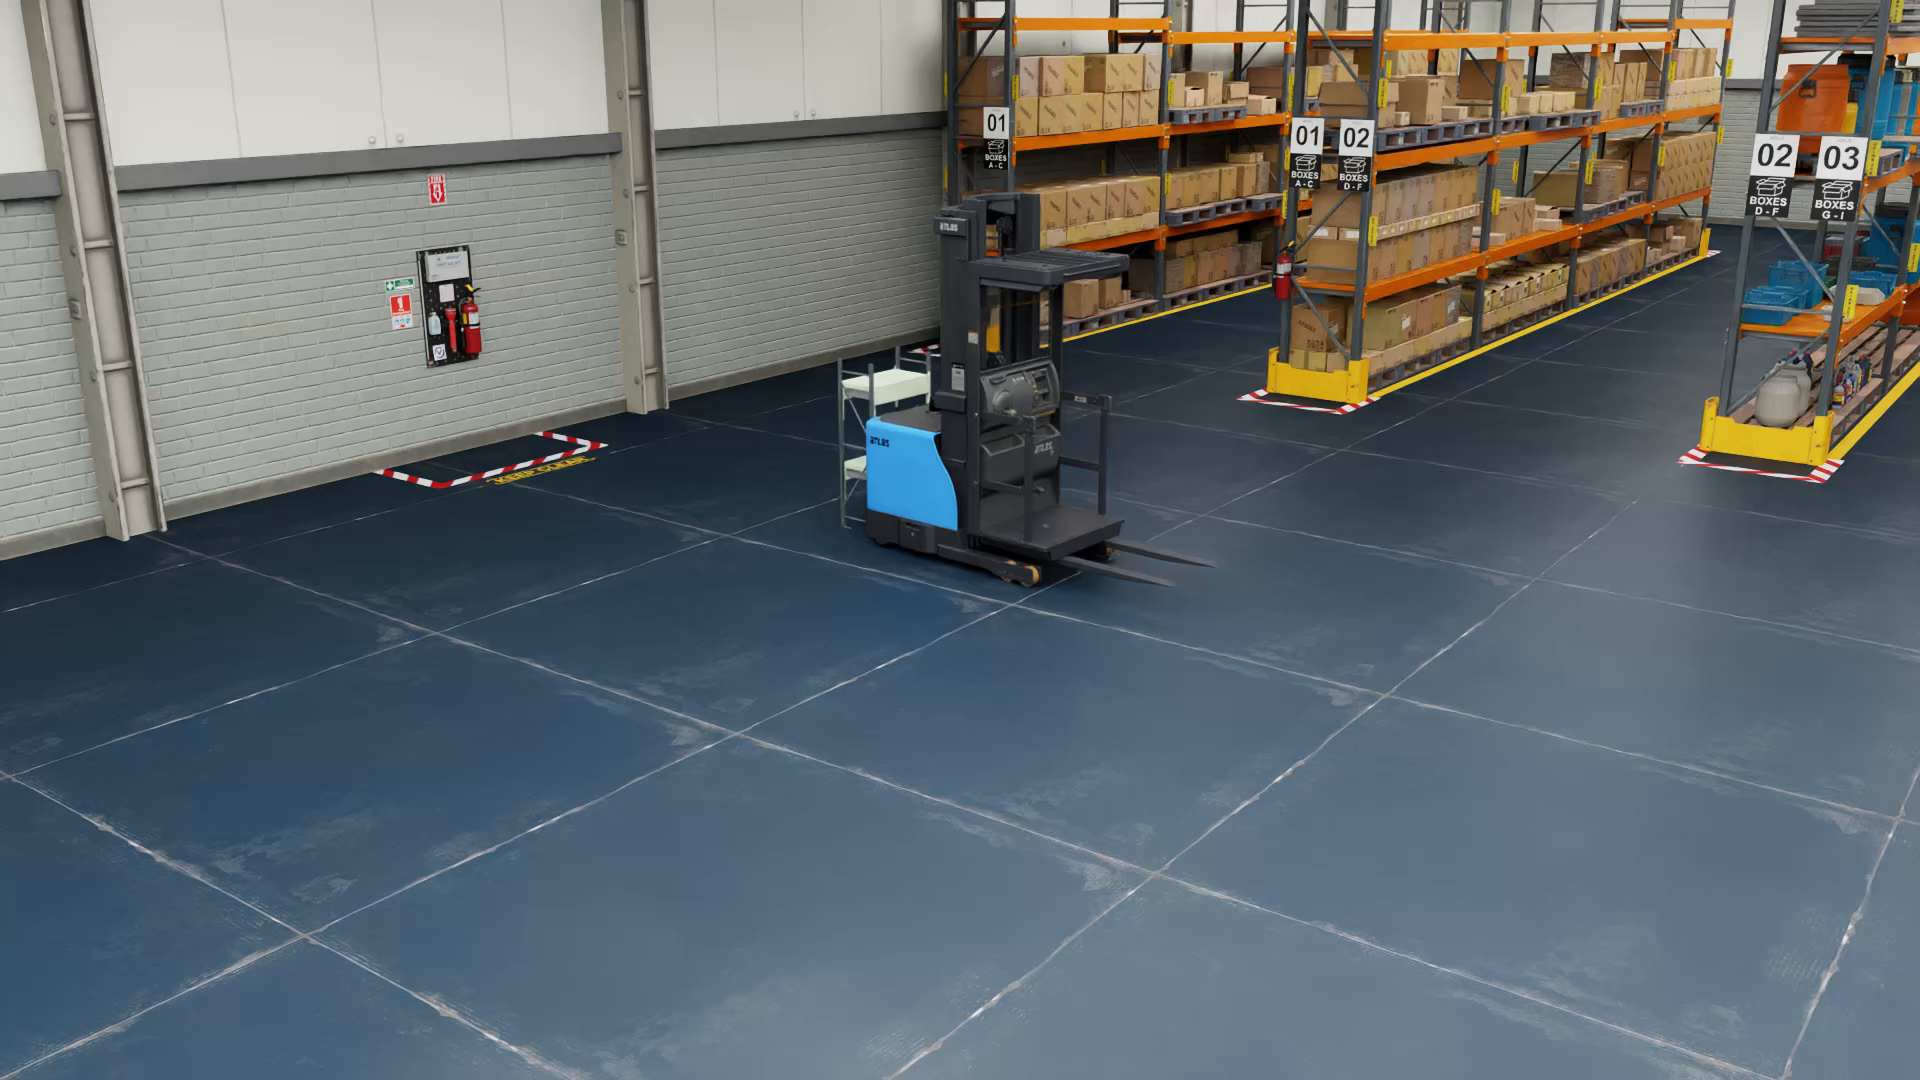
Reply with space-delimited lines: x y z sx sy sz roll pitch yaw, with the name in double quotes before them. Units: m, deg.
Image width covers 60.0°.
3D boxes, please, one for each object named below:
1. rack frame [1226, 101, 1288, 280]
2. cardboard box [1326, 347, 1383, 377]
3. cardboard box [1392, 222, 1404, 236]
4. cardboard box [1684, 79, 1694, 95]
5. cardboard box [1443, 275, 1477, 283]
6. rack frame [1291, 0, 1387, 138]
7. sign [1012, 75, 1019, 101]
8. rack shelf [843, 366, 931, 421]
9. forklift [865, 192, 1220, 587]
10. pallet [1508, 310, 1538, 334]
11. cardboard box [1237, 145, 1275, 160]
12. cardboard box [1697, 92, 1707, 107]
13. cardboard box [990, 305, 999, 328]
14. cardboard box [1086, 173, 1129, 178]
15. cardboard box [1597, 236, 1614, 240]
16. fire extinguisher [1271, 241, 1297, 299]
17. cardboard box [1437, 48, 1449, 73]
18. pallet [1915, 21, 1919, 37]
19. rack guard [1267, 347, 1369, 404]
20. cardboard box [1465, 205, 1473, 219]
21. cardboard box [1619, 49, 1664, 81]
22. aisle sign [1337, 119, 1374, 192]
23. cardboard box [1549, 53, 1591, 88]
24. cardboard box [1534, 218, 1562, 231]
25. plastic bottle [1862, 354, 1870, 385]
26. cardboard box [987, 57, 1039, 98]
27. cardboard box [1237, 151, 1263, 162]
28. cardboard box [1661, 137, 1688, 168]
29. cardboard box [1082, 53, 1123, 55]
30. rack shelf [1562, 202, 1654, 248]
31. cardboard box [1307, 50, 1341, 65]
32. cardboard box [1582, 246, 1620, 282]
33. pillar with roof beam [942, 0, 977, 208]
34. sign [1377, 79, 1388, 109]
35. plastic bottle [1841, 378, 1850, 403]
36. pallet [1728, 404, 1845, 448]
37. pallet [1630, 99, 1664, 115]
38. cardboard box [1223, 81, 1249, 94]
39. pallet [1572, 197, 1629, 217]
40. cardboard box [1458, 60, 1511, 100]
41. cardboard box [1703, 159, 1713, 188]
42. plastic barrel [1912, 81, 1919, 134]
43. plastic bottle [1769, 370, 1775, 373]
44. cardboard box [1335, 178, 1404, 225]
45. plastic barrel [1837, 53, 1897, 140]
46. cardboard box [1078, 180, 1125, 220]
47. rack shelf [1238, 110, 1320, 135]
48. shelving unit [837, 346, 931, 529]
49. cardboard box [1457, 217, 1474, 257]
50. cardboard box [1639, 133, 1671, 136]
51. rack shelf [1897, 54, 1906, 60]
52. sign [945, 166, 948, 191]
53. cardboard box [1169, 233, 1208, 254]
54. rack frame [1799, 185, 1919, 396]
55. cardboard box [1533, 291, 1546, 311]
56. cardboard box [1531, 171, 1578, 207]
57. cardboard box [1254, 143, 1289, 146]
"rack frame" 5.037 -5.941 28.318 1.000 3.000 0.127 12 21 35
"cardboard box" 4.749 -2.137 19.996 0.500 0.250 0.500 12 21 35
"cardboard box" 5.115 -3.757 20.020 0.380 0.149 0.250 12 21 34
"cardboard box" 12.494 -7.928 29.066 0.500 0.250 0.500 12 21 35
"cardboard box" 7.250 -3.660 23.954 0.500 0.311 0.500 12 21 35
"rack frame" 4.251 -6.026 18.476 1.000 3.000 0.127 12 21 35
"sign" 0.706 -5.790 21.299 0.100 0.325 0.005 12 21 35
"rack shelf" -0.649 -1.251 14.428 0.431 0.370 0.720 14 22 38
"forklift" 0.647 -1.207 13.190 3.031 2.935 1.130 14 22 38
"pallet" 7.769 -3.257 24.375 1.003 0.211 1.213 12 21 35
"cardboard box" 5.099 -6.653 28.640 0.500 0.250 0.500 13 22 36
"cardboard box" 13.096 -7.926 29.903 0.500 0.250 0.500 12 21 35
"cardboard box" 0.755 -3.111 22.995 0.500 0.311 0.500 10 20 29
"cardboard box" 2.206 -5.210 24.916 0.500 0.500 0.500 12 21 33
"cardboard box" 10.917 -4.964 28.643 0.500 0.500 0.500 11 21 32
"fire extinguisher" 3.808 -3.178 19.551 0.296 0.674 0.183 12 21 35
"cardboard box" 9.280 -9.474 32.749 0.500 0.500 0.500 13 22 36
"pallet" 9.415 -5.329 17.222 1.003 0.211 1.213 12 21 35
"rack guard" 4.237 -1.962 19.718 1.175 0.500 0.348 12 21 35
"cardboard box" 6.496 -4.310 21.804 0.380 0.149 0.250 12 21 34
"cardboard box" 11.660 -8.100 28.357 0.700 0.500 0.500 12 21 35
"aisle sign" 4.458 -4.333 18.756 0.394 0.787 0.004 12 21 35
"cardboard box" 9.283 -7.127 25.225 0.500 0.500 0.500 12 21 35
"cardboard box" 8.704 -4.684 24.692 0.380 0.149 0.250 12 21 35
"plastic bottle" 10.458 -1.979 19.282 0.144 0.351 0.185 12 21 33
"cardboard box" 0.695 -6.052 21.728 0.500 0.500 0.500 11 20 31
"cardboard box" 4.856 -6.421 27.860 0.380 0.149 0.250 9 20 28
"cardboard box" 12.522 -6.853 29.398 0.500 0.500 0.500 12 21 33
"cardboard box" 2.133 -6.890 24.426 0.500 0.500 0.500 13 21 36
"rack shelf" 10.210 -5.200 27.143 1.077 0.370 4.000 12 21 35
"cardboard box" 6.474 -8.622 29.717 0.500 0.250 0.500 12 21 33
"cardboard box" 10.436 -4.511 27.184 0.500 0.500 0.500 12 21 33
"pillar with roof beam" 3.450 -6.460 19.872 9.100 9.000 0.400 12 21 35
"sign" 4.693 -4.950 18.460 0.100 0.325 0.005 12 21 35
"plastic bottle" 9.762 -1.651 18.360 0.097 0.271 0.097 0 17 0
"pallet" 8.723 -1.172 17.663 1.003 0.211 1.213 12 21 35
"pallet" 10.956 -7.219 27.693 1.213 0.211 1.003 12 21 35
"cardboard box" 4.424 -7.300 27.434 0.500 0.500 0.500 12 21 35
"pallet" 10.173 -5.439 27.025 1.003 0.211 1.213 12 21 35
"cardboard box" 7.034 -6.174 22.289 0.500 0.500 0.500 13 21 35
"cardboard box" 13.736 -6.865 31.125 0.500 0.500 0.500 13 22 36
"plastic barrel" 11.940 -5.515 21.164 0.600 0.830 0.708 12 21 35
"plastic bottle" 9.141 -1.765 18.719 0.152 0.276 0.135 13 21 35
"cardboard box" 4.880 -4.076 19.957 0.700 0.500 0.500 12 21 33
"plastic barrel" 9.931 -4.892 18.329 0.600 0.901 0.708 12 21 35
"cardboard box" 2.019 -4.879 23.853 0.500 0.500 0.500 12 21 33
"rack shelf" 6.229 -7.507 29.514 1.077 0.370 4.000 12 21 35
"shelving unit" -0.649 -0.878 14.543 0.431 1.500 0.755 14 22 38
"cardboard box" 6.375 -4.055 22.075 0.700 0.500 0.500 12 21 33
"cardboard box" 12.701 -7.194 30.498 0.500 0.500 0.500 13 21 35
"rack shelf" 11.802 -6.045 20.423 1.077 0.370 4.000 12 21 35
"sign" -0.163 -4.843 22.295 0.100 0.325 0.005 12 21 35
"cardboard box" 3.646 -4.771 26.759 0.500 0.250 0.500 12 21 33
"rack frame" 10.610 -3.238 19.613 1.000 3.000 0.127 12 21 35
"cardboard box" 8.294 -3.543 24.524 0.500 0.250 0.500 13 21 36
"cardboard box" 9.303 -5.485 25.972 0.700 0.500 0.500 5 18 16
"cardboard box" 5.411 -6.775 29.035 0.500 0.250 0.500 12 21 33
